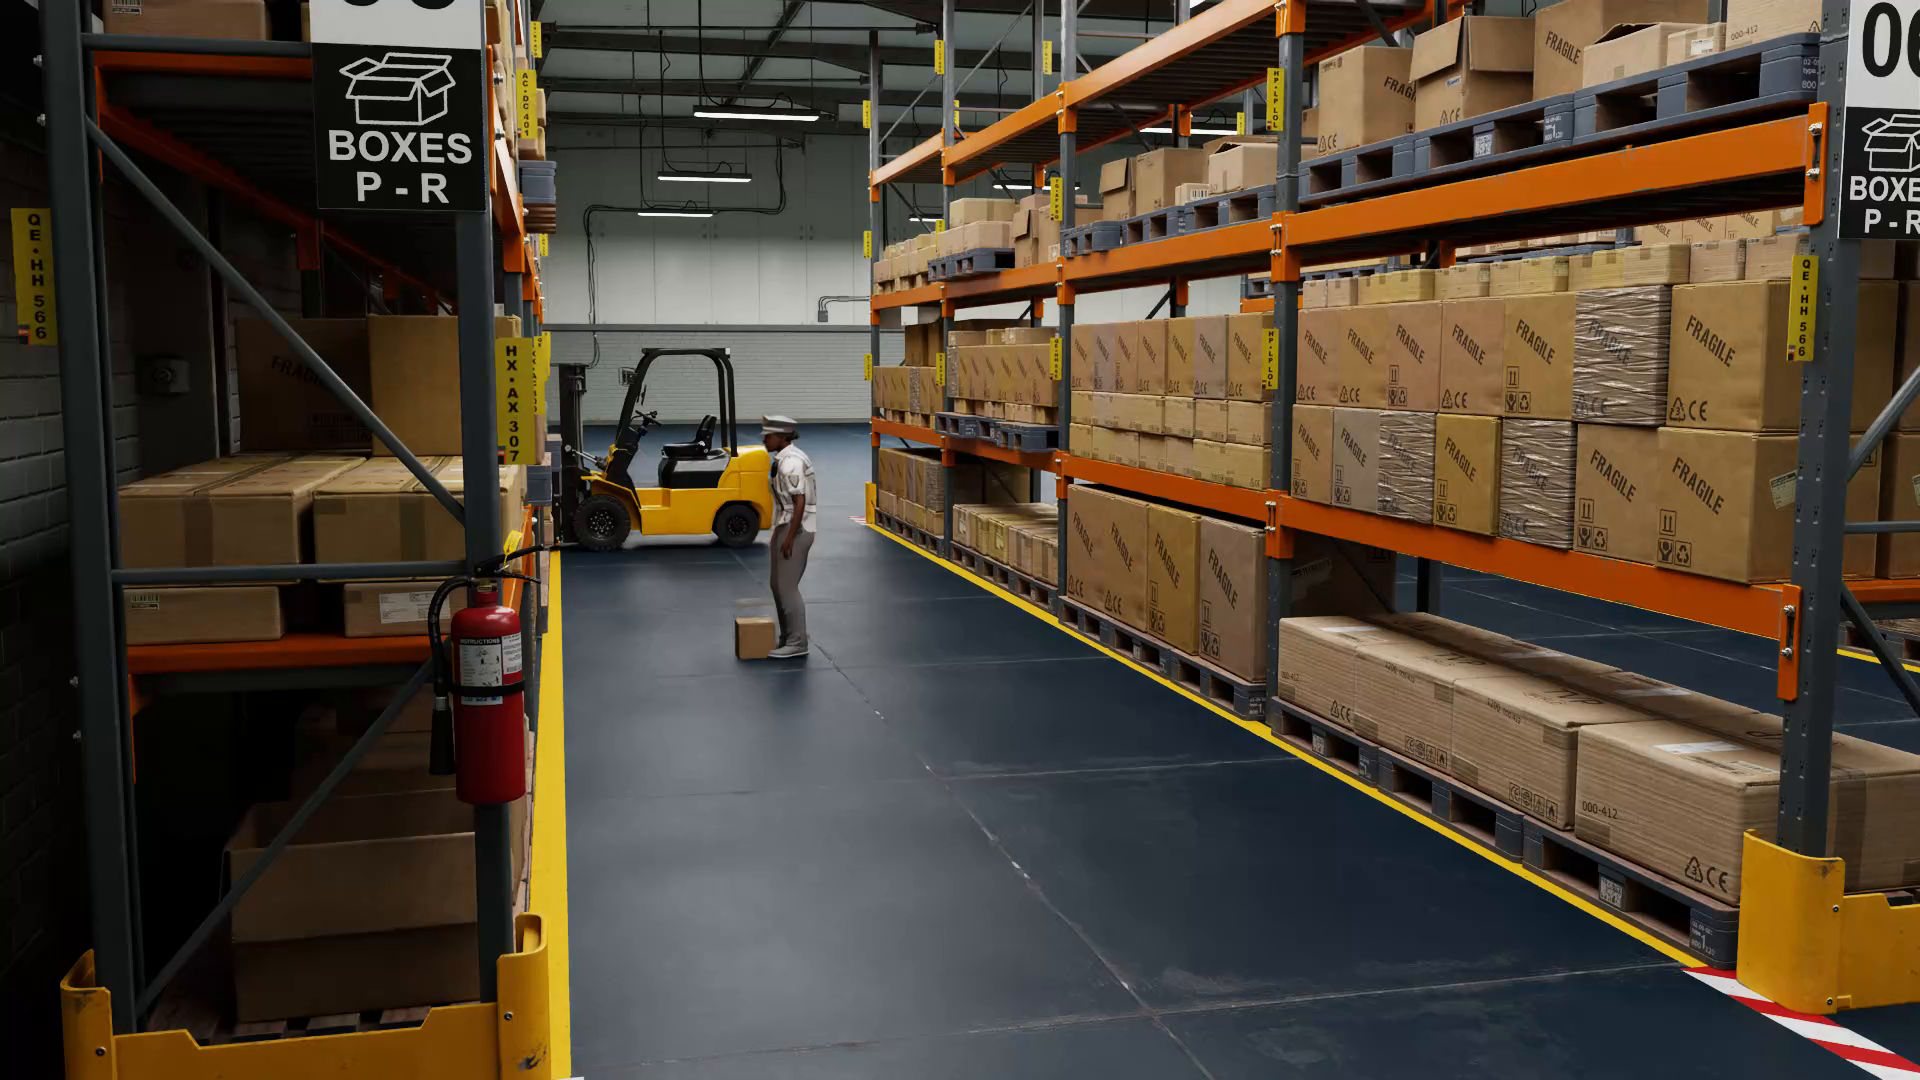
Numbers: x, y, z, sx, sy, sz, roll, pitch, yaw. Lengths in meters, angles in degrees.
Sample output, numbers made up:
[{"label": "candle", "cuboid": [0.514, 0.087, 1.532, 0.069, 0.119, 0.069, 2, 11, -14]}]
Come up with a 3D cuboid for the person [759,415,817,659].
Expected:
[{"label": "person", "cuboid": [-1.186, -0.030, 11.465, 0.388, 1.657, 0.506, -2, 6, -16]}]
